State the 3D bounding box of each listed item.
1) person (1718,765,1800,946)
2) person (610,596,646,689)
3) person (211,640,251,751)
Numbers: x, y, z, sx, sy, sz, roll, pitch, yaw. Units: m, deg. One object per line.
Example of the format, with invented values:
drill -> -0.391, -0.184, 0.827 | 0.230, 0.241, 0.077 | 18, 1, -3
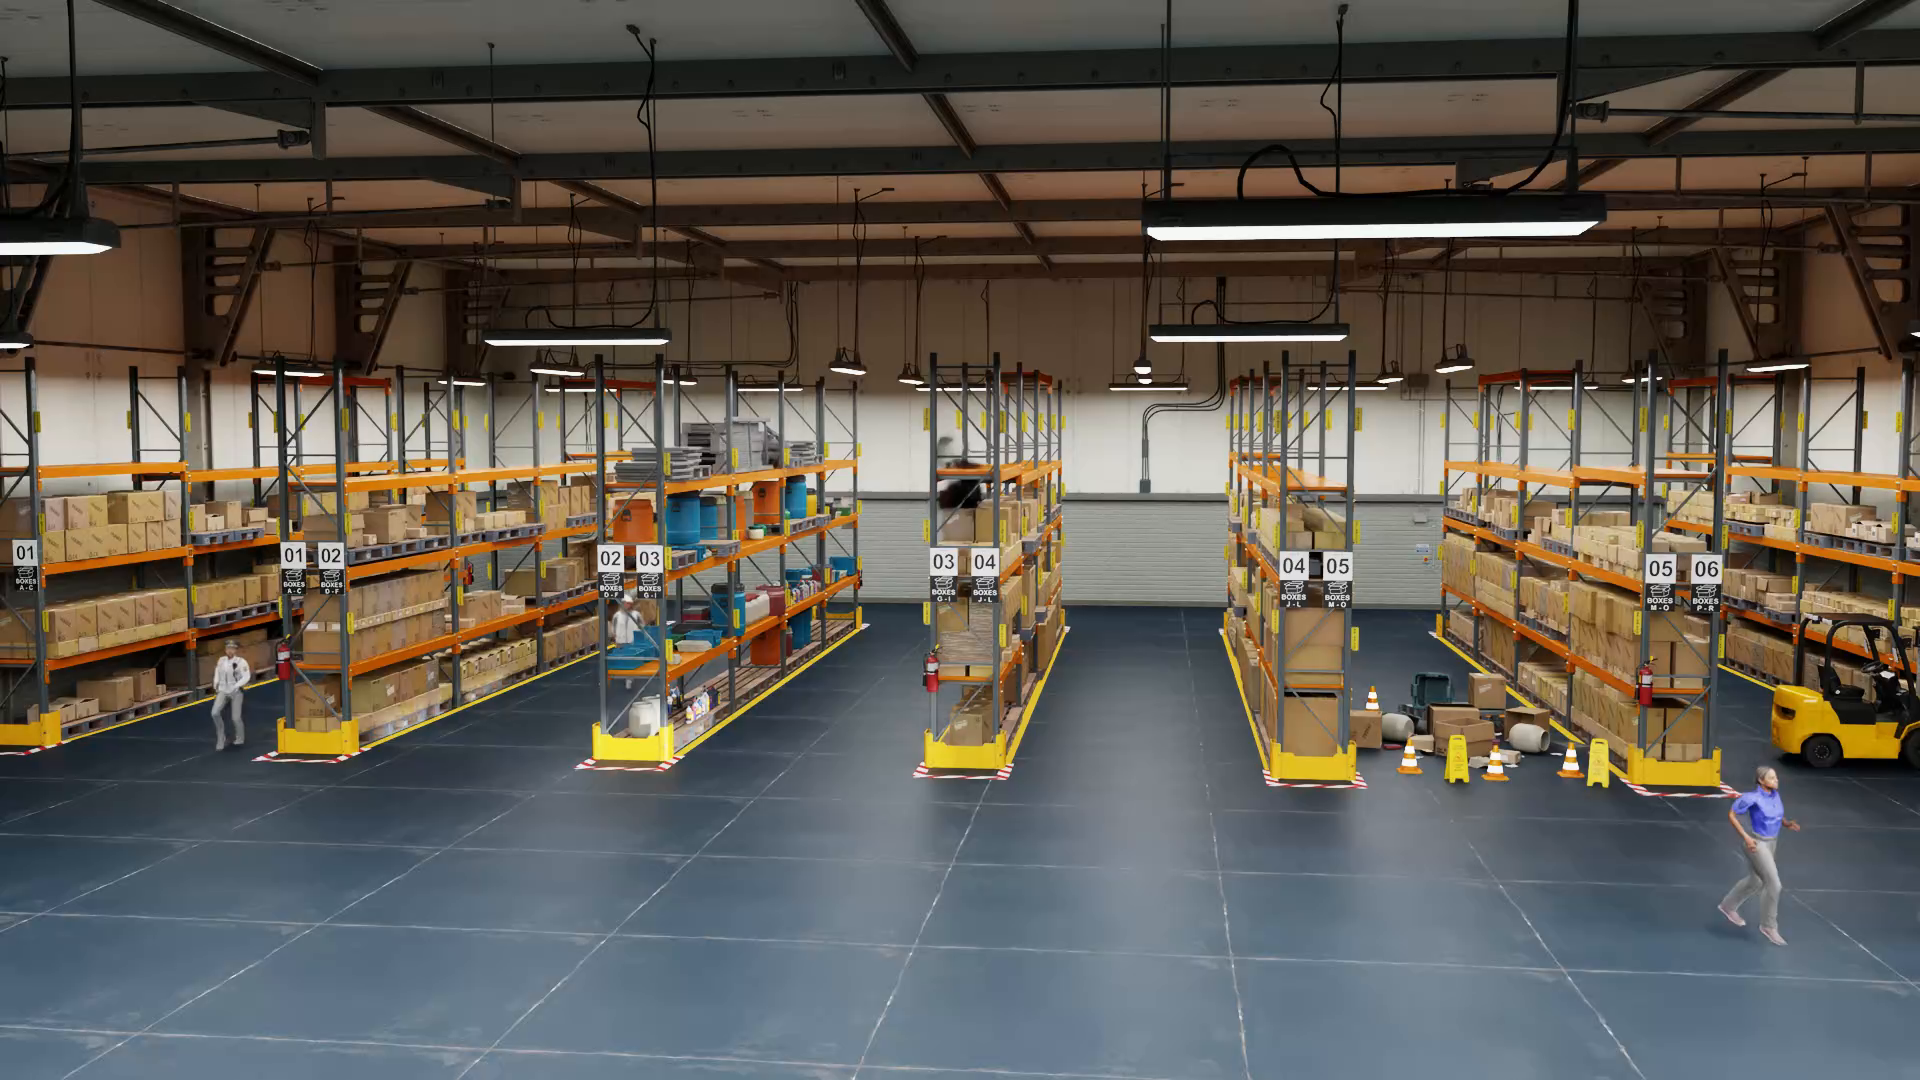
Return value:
person -> 7.780, 3.031, 16.223 | 0.570, 1.708, 0.762 | -3, 5, -37
person -> -6.278, 1.912, 31.463 | 0.652, 1.743, 0.813 | 0, 4, -7
person -> -11.200, 2.367, 25.535 | 0.625, 1.700, 0.652 | 0, 4, 0
